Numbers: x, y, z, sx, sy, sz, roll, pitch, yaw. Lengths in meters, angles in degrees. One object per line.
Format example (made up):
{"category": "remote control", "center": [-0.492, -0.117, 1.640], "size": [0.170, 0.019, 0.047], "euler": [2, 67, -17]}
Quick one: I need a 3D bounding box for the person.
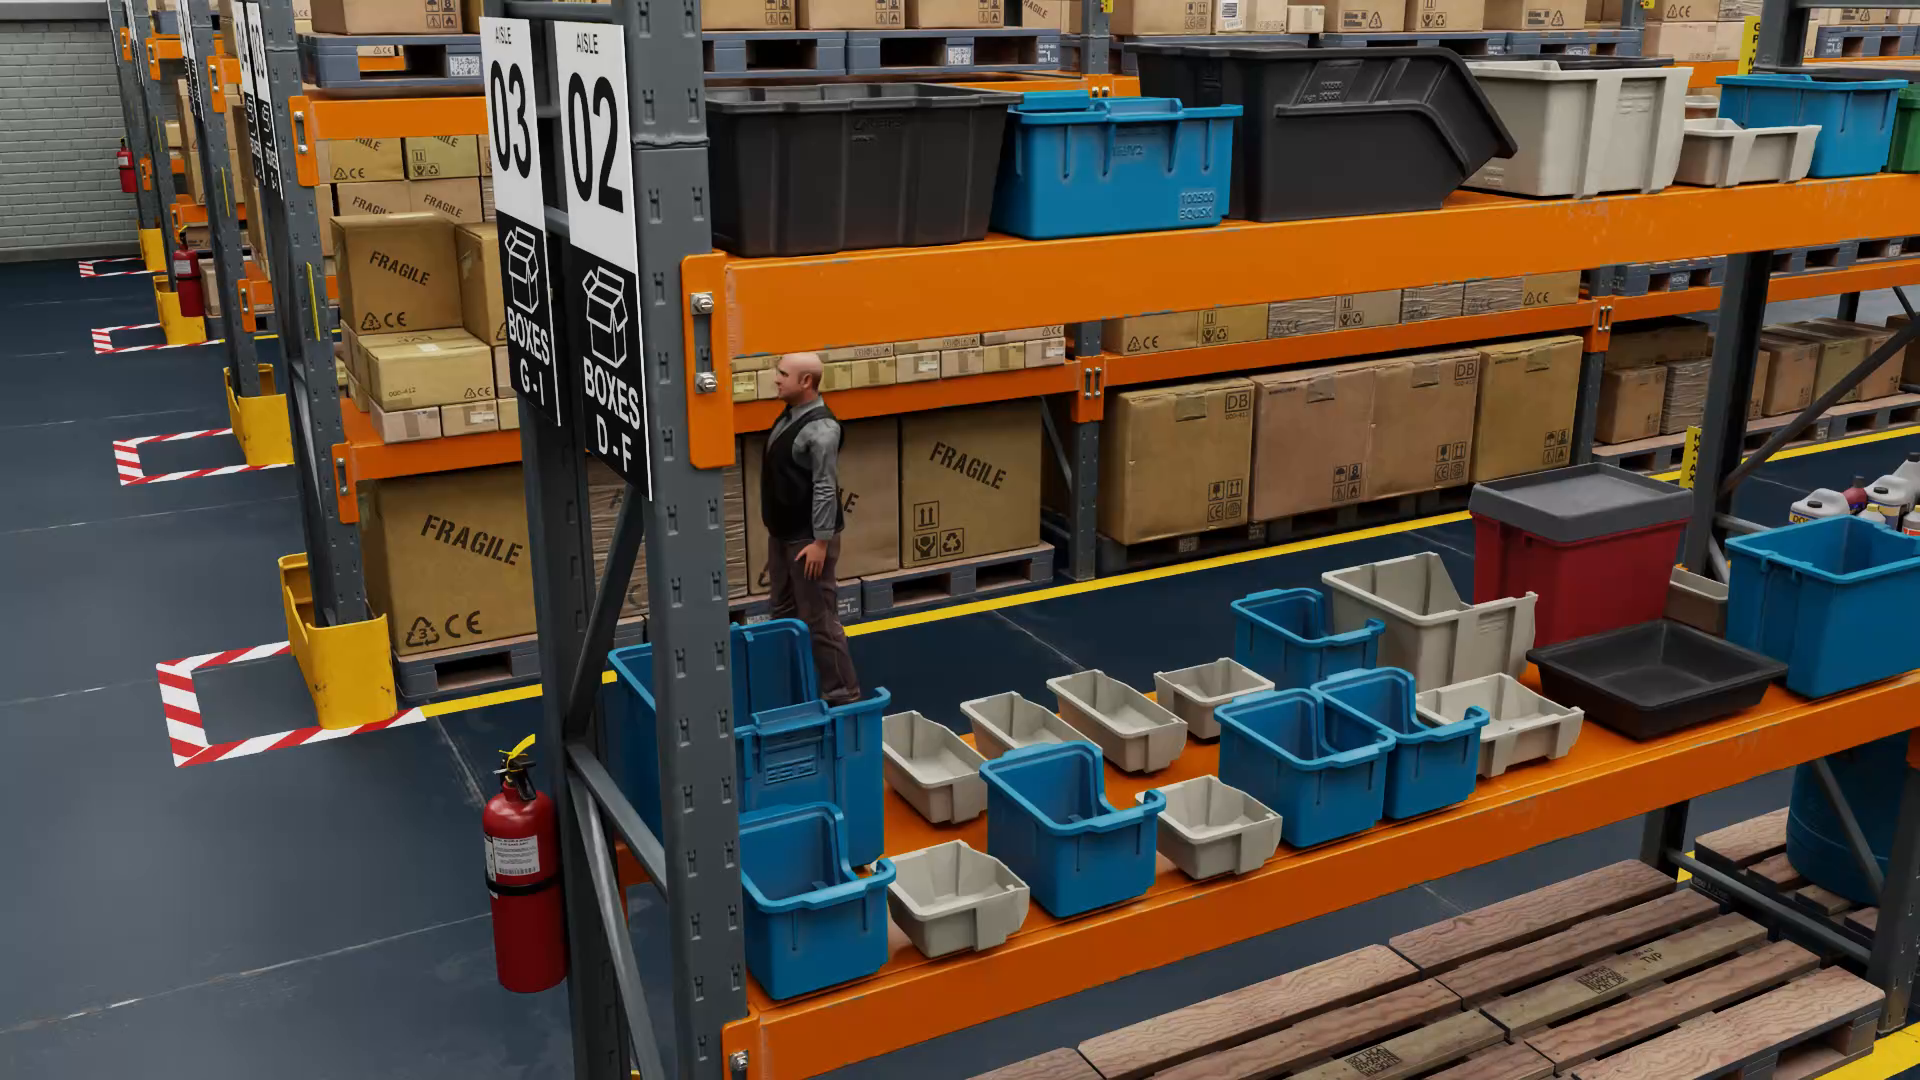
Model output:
{"category": "person", "center": [-0.765, -0.053, 7.650], "size": [0.493, 1.666, 0.566], "euler": [-7, 20, -21]}
